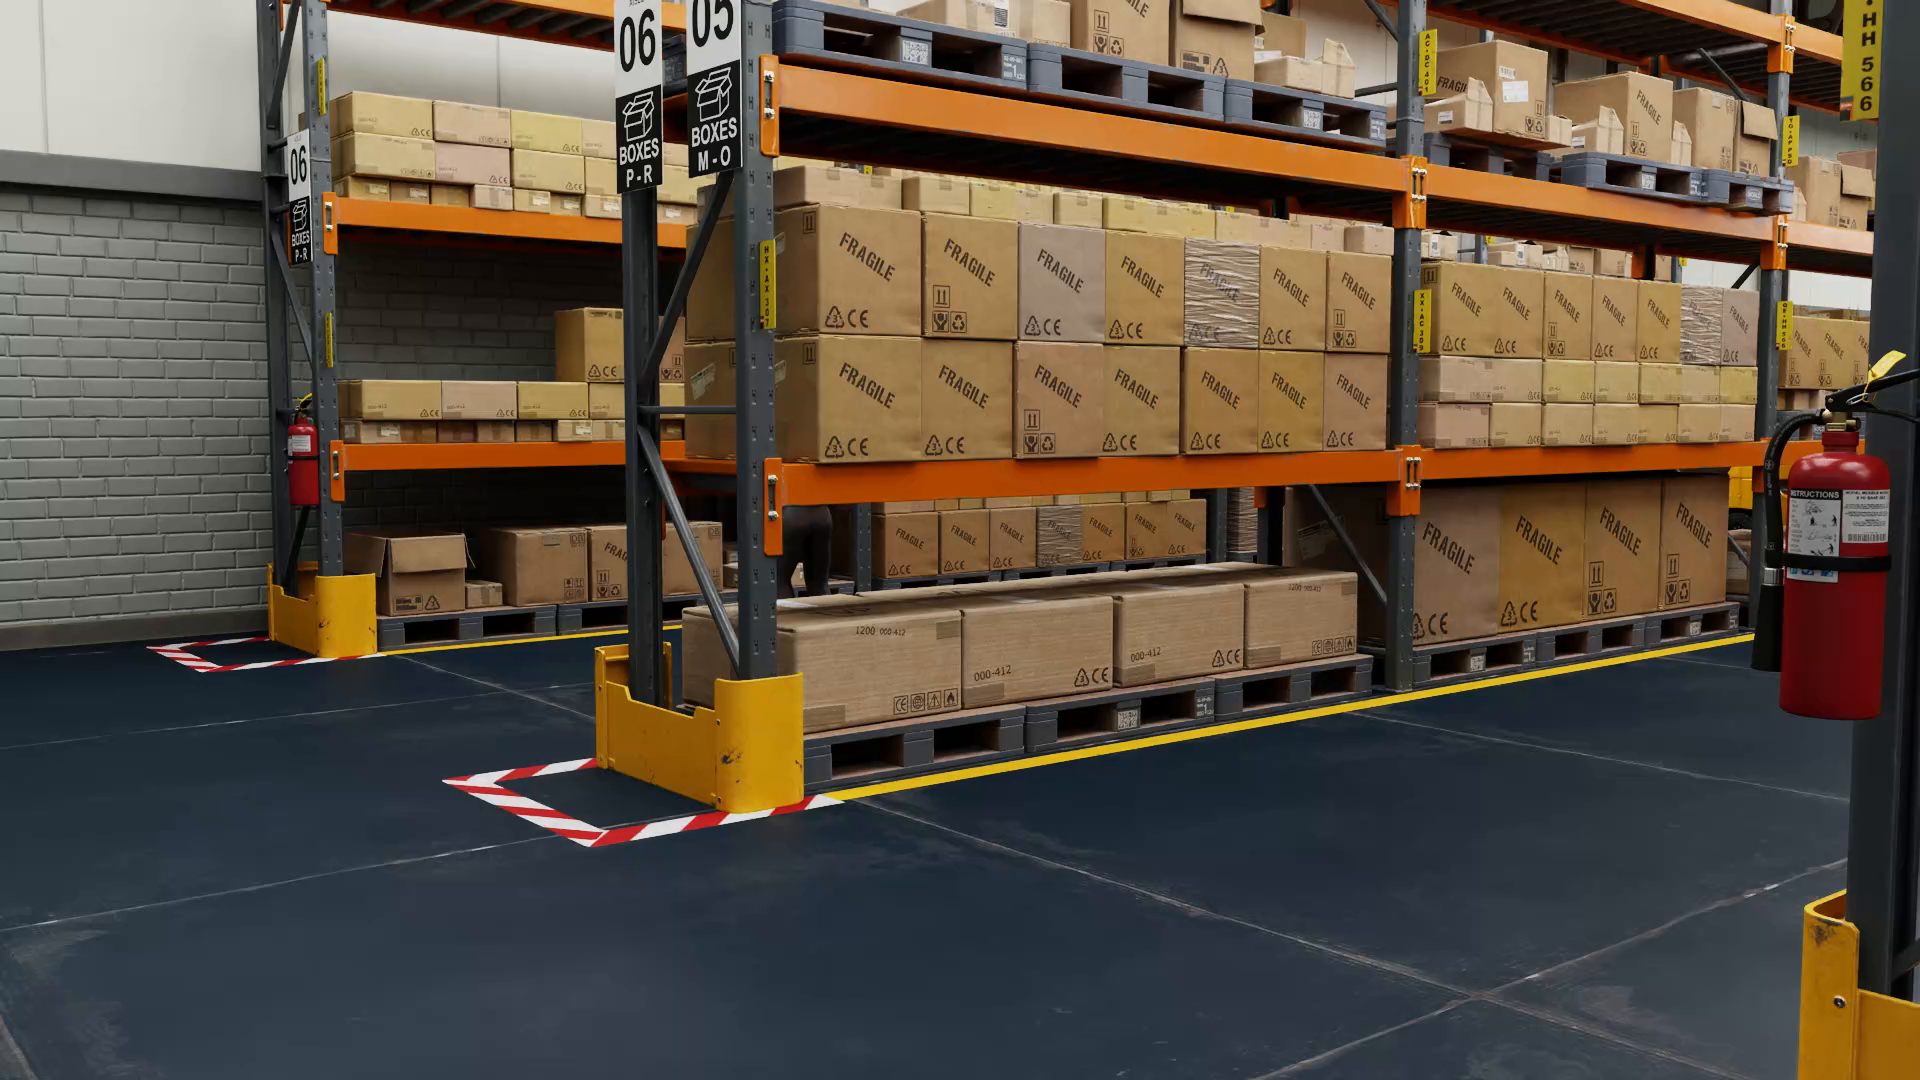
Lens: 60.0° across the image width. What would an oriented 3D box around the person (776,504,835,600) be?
[{"bbox_3d":[-0.970,-0.088,9.918,0.505,1.655,0.391,-3,6,-38],"label":"person"}]
